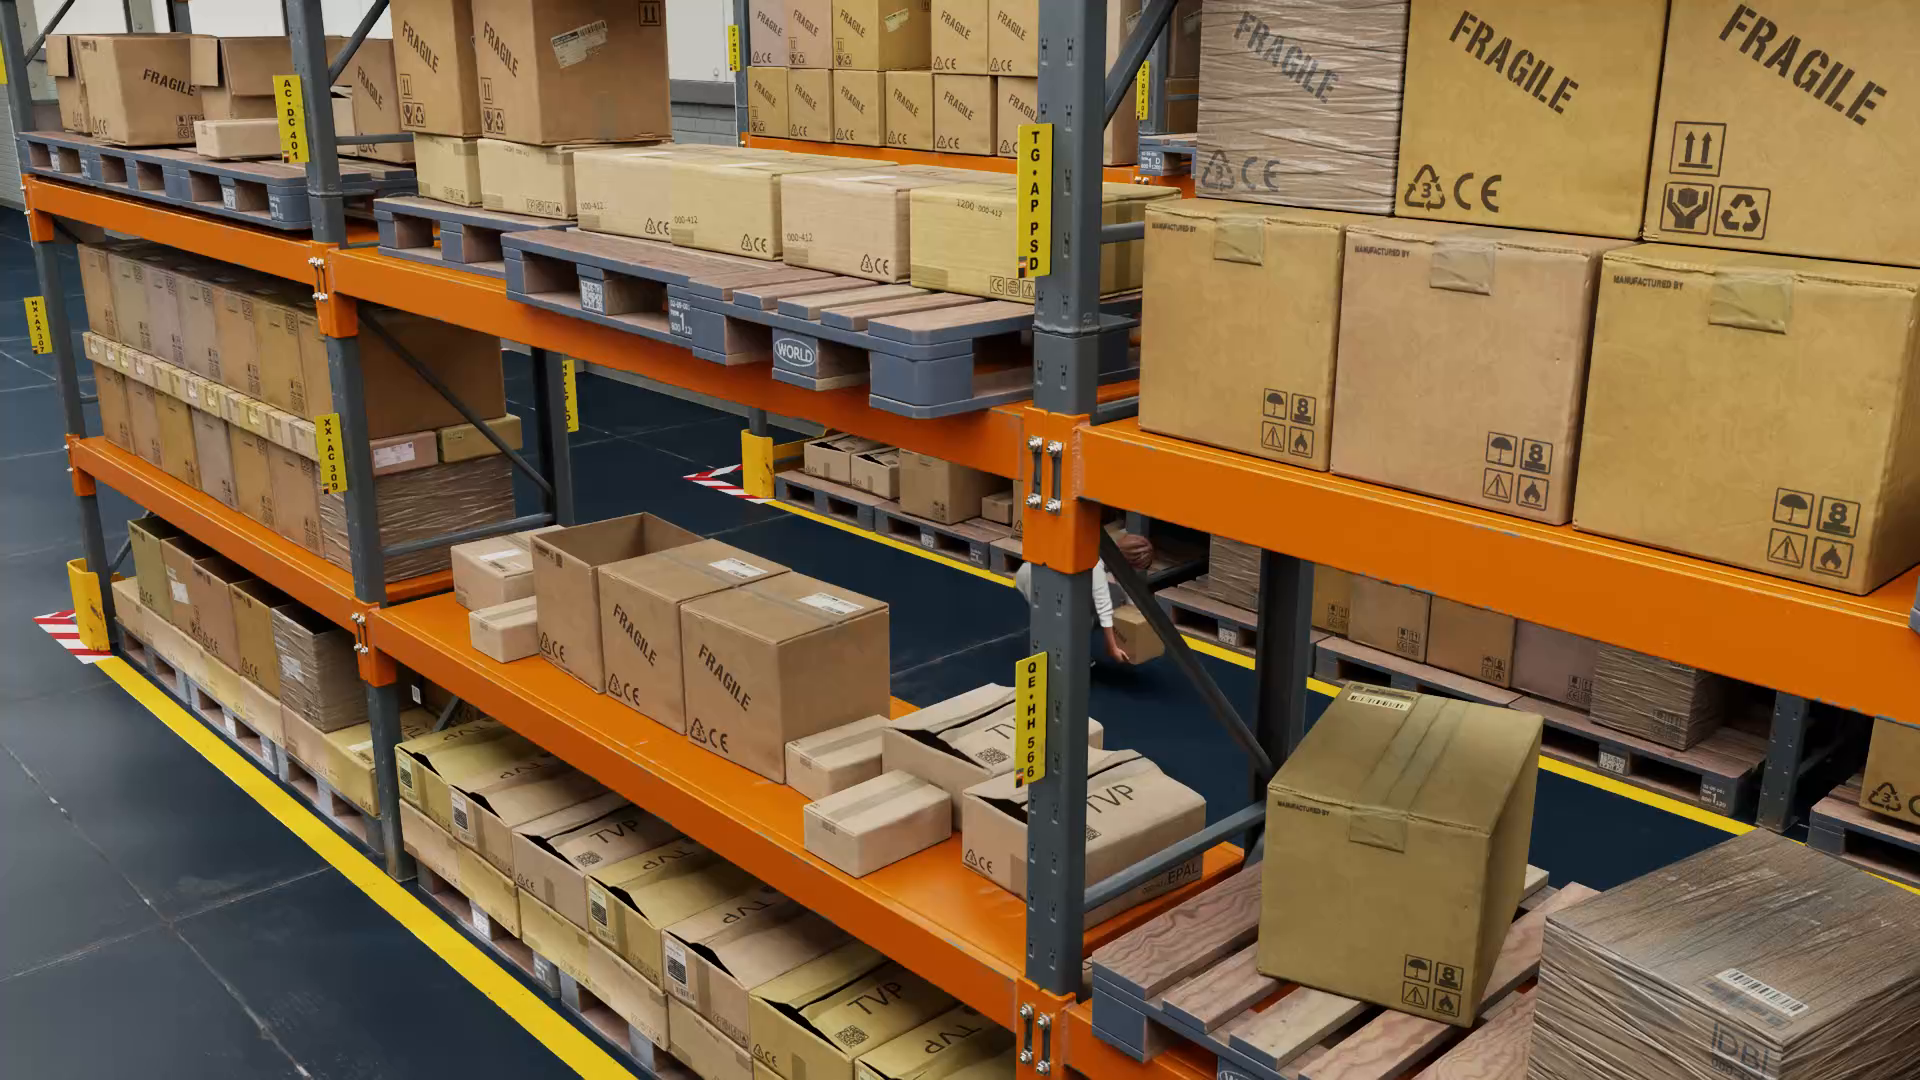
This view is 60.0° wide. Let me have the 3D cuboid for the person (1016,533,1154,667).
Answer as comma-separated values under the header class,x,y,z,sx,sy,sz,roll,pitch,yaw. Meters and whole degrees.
class,x,y,z,sx,sy,sz,roll,pitch,yaw
person,0.729,0.364,9.591,0.859,0.892,0.421,11,21,30
